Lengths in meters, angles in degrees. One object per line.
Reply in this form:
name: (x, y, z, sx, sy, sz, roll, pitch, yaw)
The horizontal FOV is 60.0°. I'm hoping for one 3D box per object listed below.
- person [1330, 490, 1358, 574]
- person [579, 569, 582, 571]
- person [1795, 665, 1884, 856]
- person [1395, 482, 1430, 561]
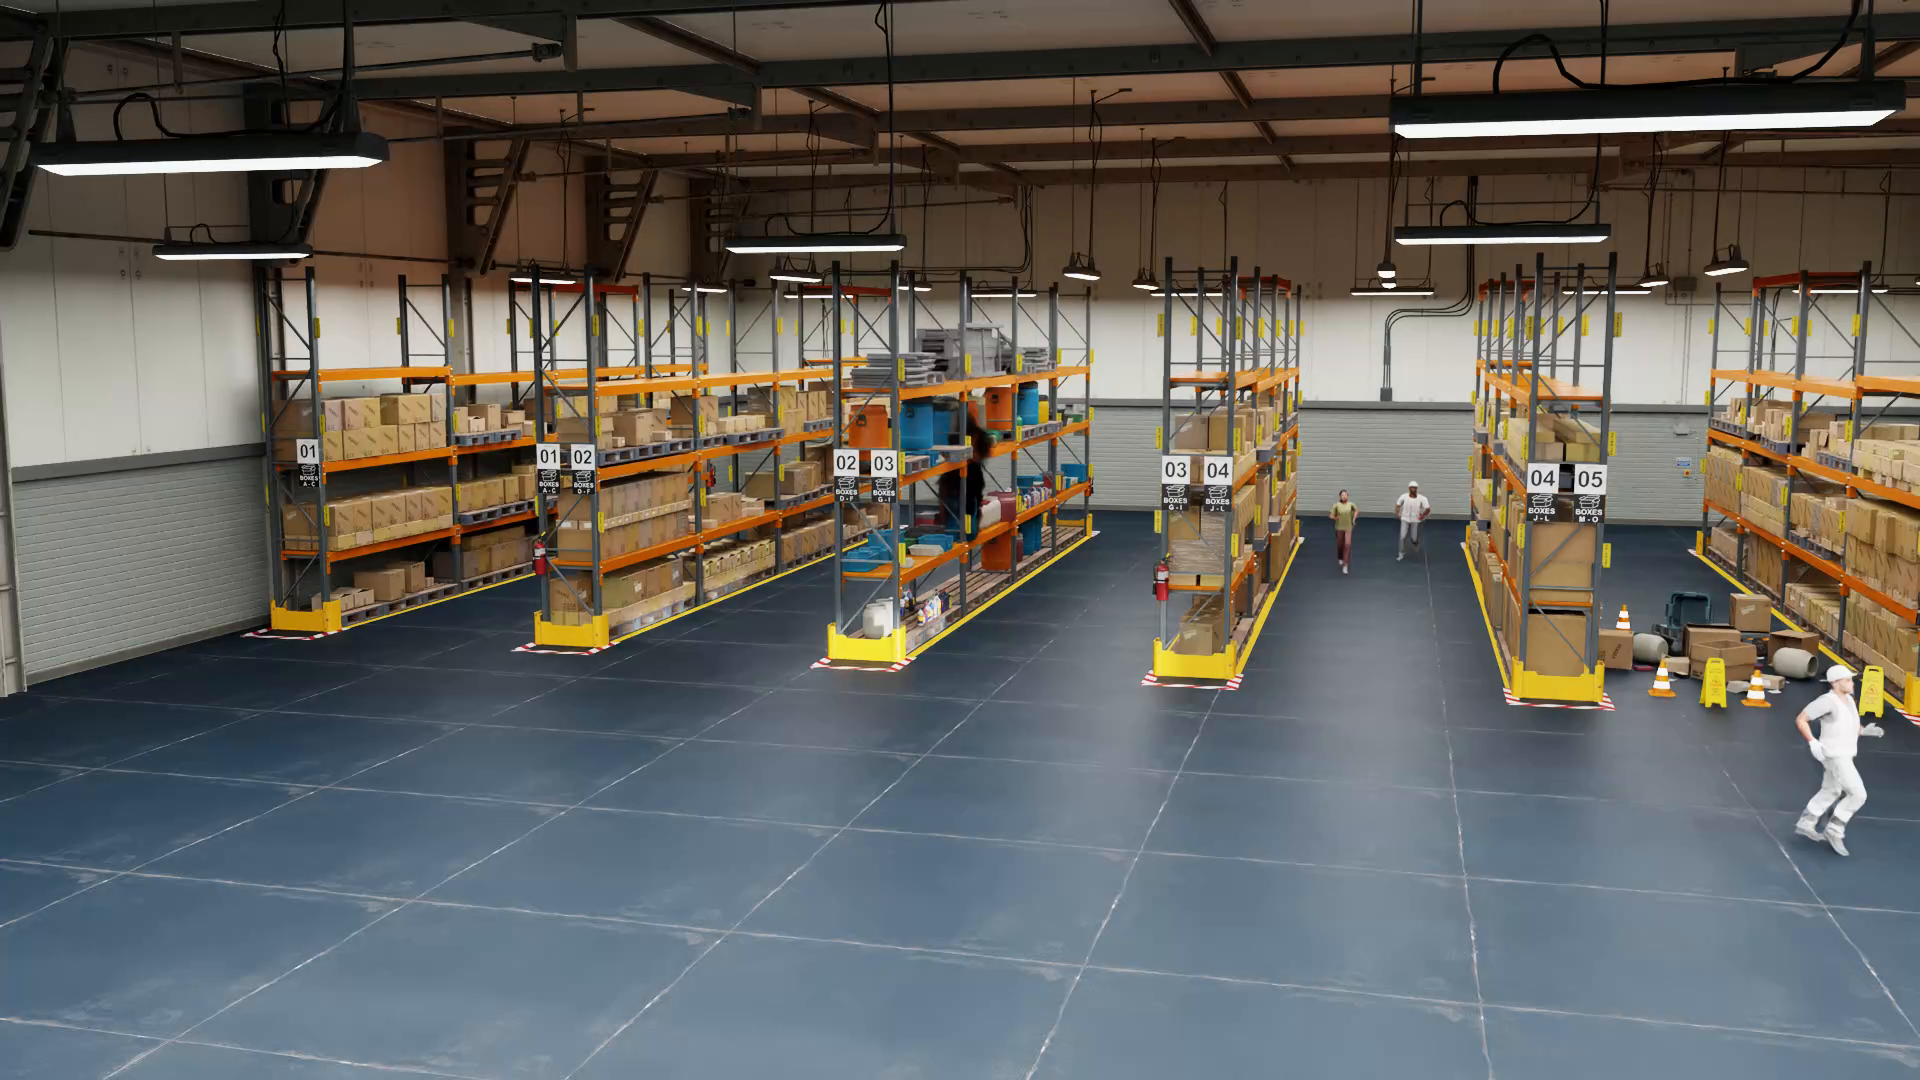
person: (7.939, -0.203, 34.449, 0.576, 1.684, 0.956, 2, 7, 12)
person: (-7.119, 0.142, 31.820, 0.657, 1.670, 0.609, 1, 7, 6)
person: (8.428, 2.103, 15.950, 0.641, 1.817, 0.735, -7, 10, -44)
person: (9.851, -0.421, 36.242, 0.742, 1.721, 0.653, 3, 8, 21)
